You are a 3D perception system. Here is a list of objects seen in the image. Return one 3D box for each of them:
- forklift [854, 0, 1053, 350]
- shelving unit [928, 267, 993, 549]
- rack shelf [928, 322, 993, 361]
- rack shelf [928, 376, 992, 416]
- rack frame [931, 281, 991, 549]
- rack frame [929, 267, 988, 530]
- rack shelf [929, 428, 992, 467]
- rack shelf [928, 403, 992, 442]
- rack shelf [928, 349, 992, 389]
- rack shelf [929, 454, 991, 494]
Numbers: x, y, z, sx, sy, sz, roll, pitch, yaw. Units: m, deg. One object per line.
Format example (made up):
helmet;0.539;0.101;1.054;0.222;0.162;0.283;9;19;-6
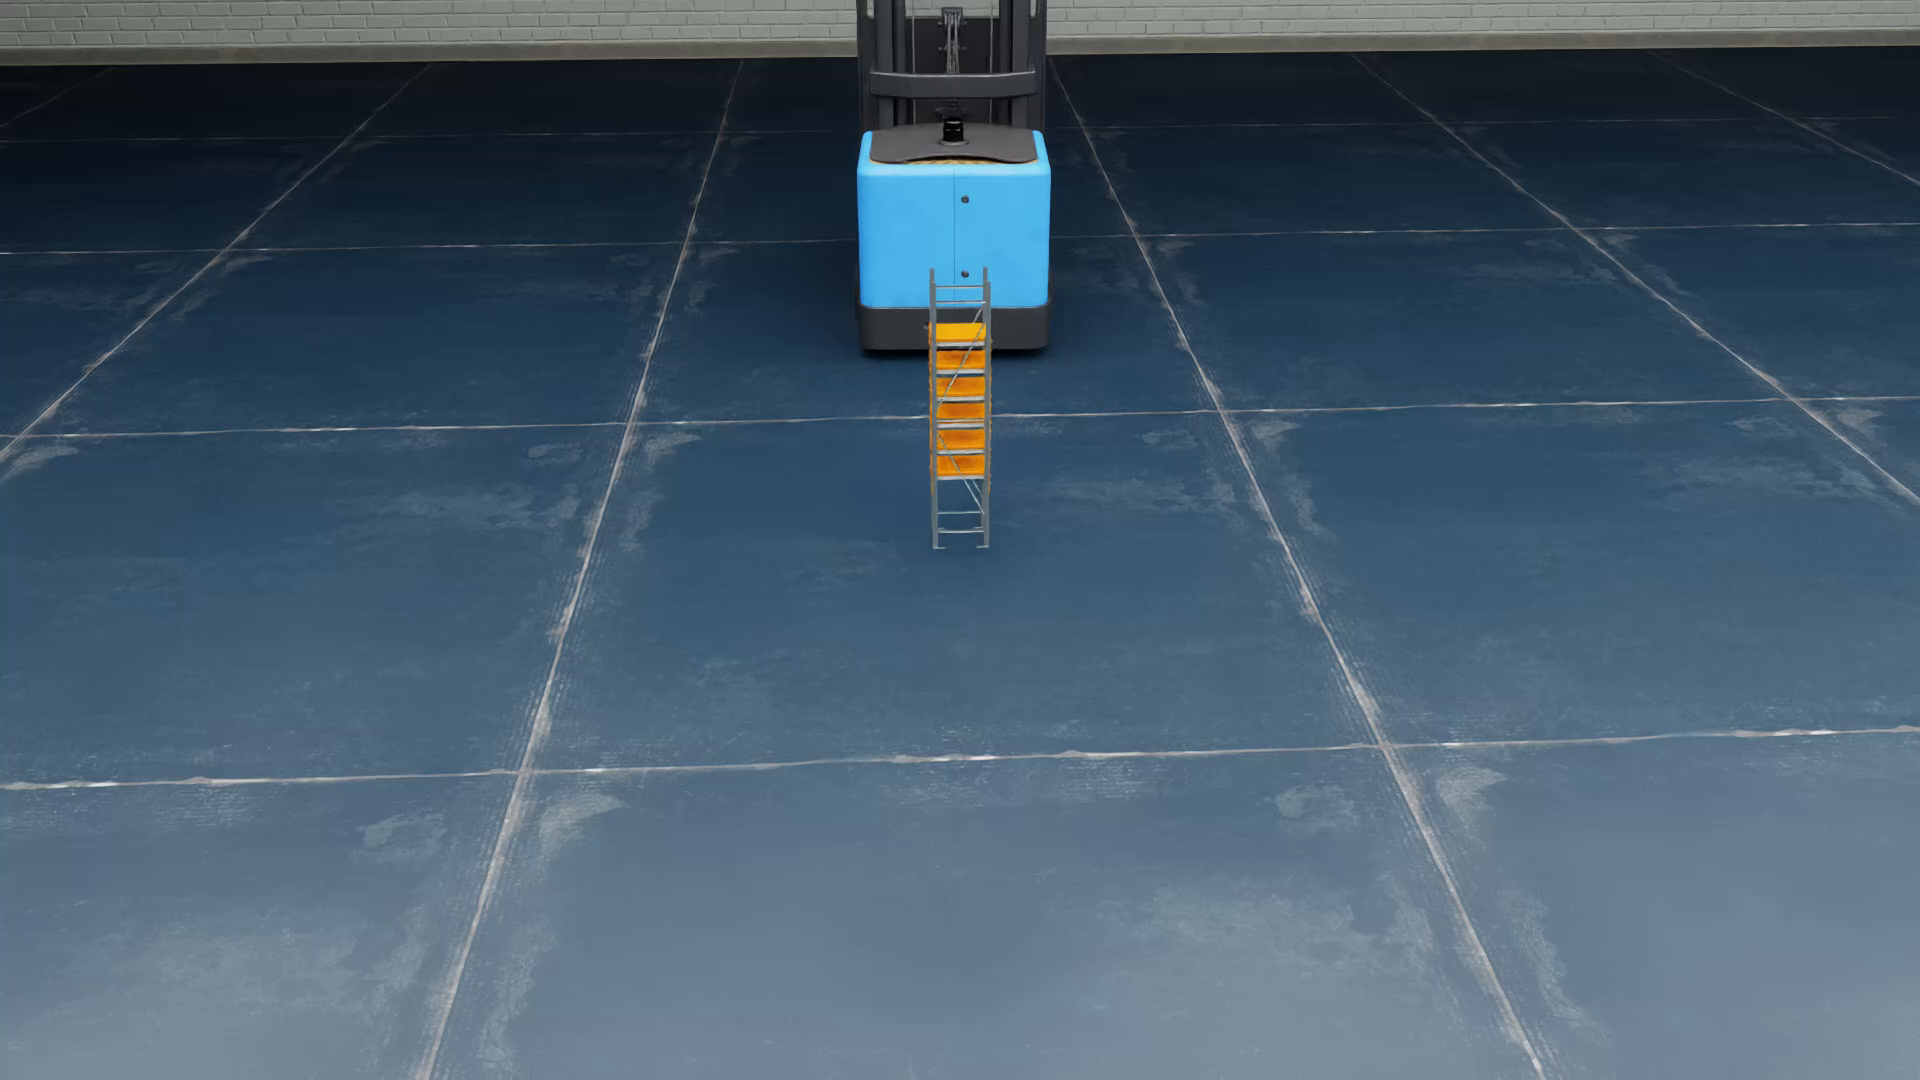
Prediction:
forklift;-0.051;-2.978;9.791;1.130;2.935;3.031;0;28;-1
shelving unit;-0.001;-0.539;6.985;0.258;1.200;0.189;-1;28;-3
rack shelf;-0.001;-0.818;6.839;0.258;0.103;0.180;-1;28;-3
rack shelf;-0.001;-0.606;6.950;0.258;0.103;0.180;-1;28;-3
rack frame;0.004;-0.496;6.904;0.240;1.200;0.006;-1;28;-3
rack frame;-0.006;-0.581;7.066;0.240;1.200;0.006;-1;28;-3
rack shelf;-0.001;-0.393;7.061;0.258;0.103;0.180;-1;28;-3
rack shelf;-0.001;-0.499;7.006;0.258;0.103;0.180;-1;28;-3
rack shelf;-0.001;-0.712;6.895;0.258;0.103;0.180;-1;28;-3
rack shelf;-0.001;-0.286;7.117;0.258;0.103;0.180;-1;28;-3
